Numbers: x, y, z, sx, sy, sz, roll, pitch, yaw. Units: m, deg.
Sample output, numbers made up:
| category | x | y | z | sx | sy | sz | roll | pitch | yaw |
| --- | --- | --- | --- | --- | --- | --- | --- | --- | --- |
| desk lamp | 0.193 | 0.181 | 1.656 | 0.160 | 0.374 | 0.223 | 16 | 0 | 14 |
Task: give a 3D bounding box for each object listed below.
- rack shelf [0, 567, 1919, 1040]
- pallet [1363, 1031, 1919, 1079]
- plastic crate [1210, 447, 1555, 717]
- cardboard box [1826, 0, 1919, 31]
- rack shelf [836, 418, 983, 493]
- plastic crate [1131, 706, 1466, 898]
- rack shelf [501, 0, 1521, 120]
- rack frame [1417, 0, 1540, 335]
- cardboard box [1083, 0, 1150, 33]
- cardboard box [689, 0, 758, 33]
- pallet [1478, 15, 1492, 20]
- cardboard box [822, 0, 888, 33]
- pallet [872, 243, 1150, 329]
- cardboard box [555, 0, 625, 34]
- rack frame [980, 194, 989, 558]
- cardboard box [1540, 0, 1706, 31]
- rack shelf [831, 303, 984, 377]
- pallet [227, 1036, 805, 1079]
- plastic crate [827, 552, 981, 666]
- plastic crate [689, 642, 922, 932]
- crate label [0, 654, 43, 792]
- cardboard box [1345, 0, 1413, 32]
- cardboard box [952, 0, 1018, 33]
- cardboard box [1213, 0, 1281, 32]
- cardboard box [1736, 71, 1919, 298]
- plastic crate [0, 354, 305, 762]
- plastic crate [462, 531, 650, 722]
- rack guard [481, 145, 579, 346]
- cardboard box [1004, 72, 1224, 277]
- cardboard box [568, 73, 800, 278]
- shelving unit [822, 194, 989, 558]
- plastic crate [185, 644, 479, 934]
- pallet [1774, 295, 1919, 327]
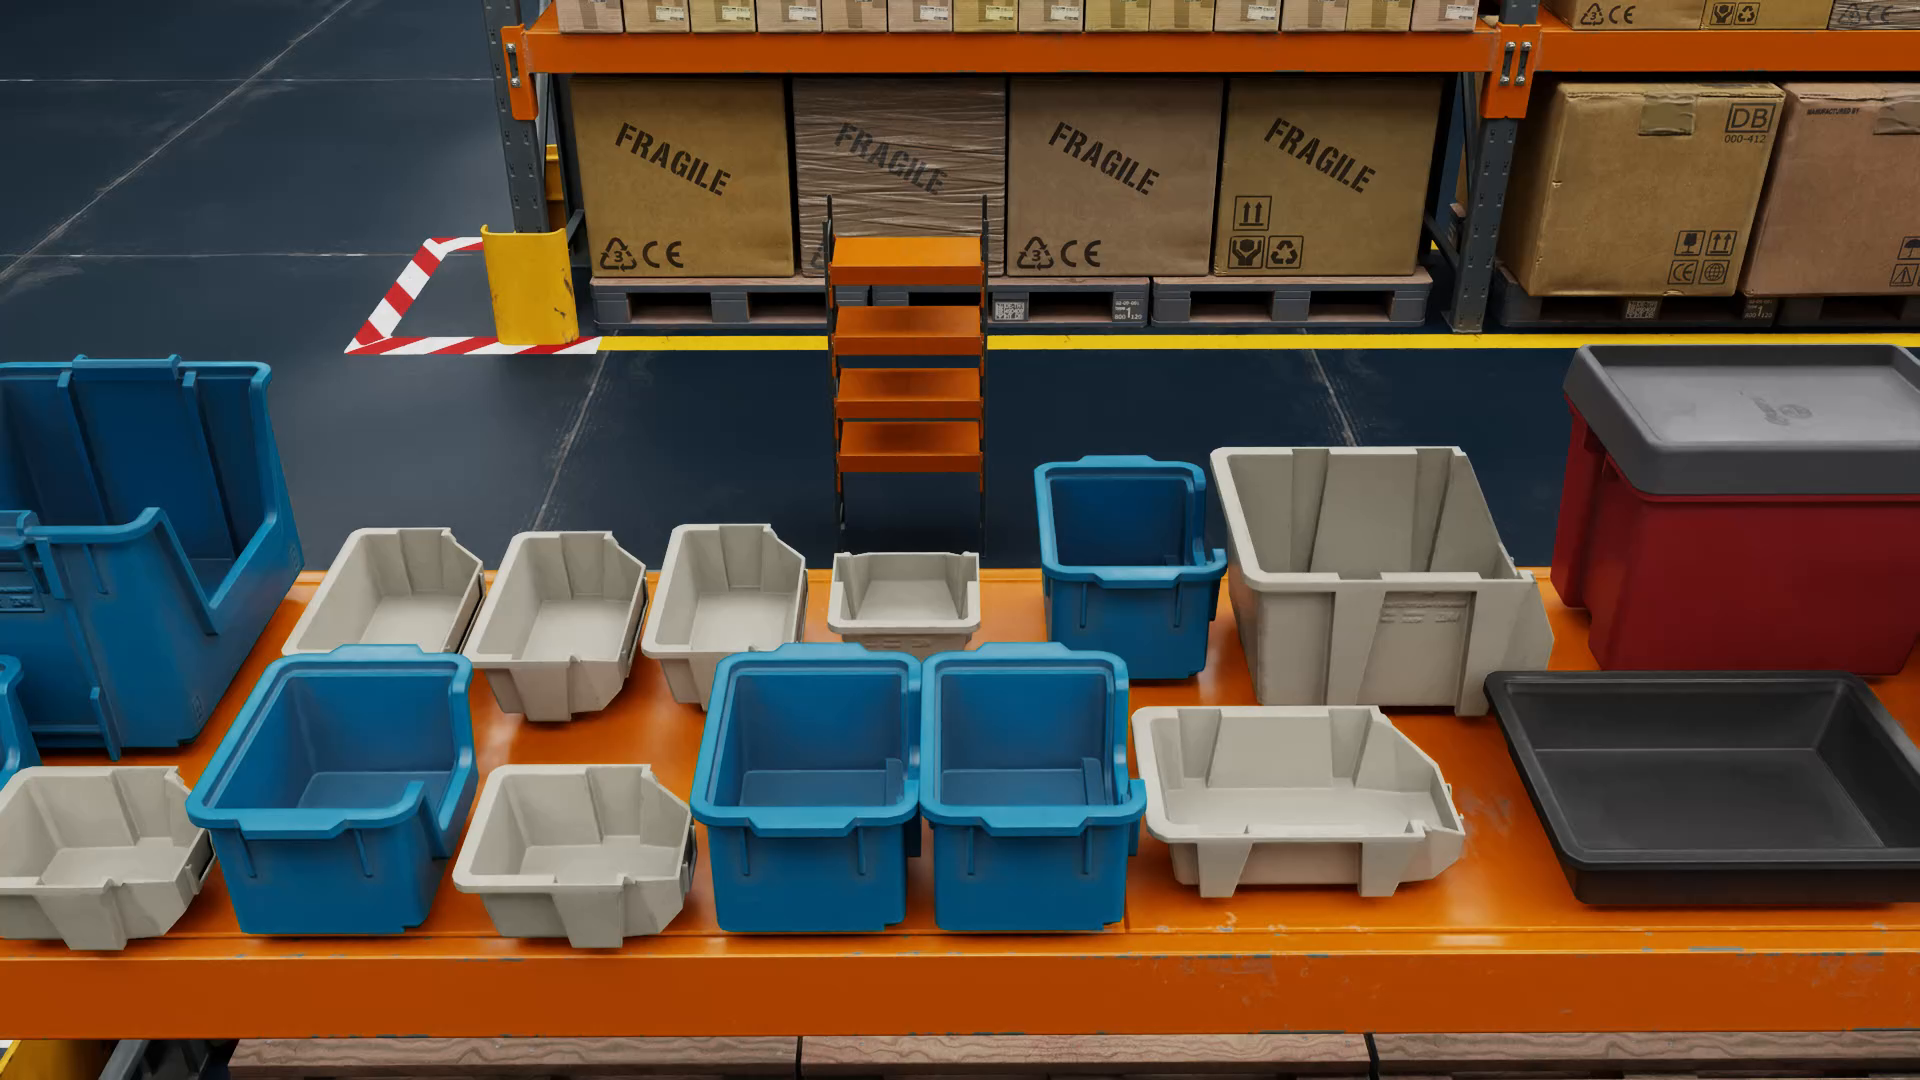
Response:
| category | x | y | z | sx | sy | sz | roll | pitch | yaw |
| --- | --- | --- | --- | --- | --- | --- | --- | --- | --- |
| rack shelf | 0.229 | 0.450 | 2.810 | 4.000 | 0.370 | 1.077 | 0 | 31 | 0 |
| pallet | 1.494 | 1.351 | 3.320 | 1.213 | 0.211 | 1.003 | 0 | 31 | 0 |
| plastic crate | 0.701 | 0.070 | 2.799 | 0.530 | 0.282 | 0.437 | 0 | 31 | 0 |
| cardboard box | 3.664 | -2.351 | 6.637 | 0.500 | 0.500 | 0.500 | -1 | 31 | -1 |
| rack shelf | -0.166 | -0.285 | 5.576 | 0.480 | 0.148 | 0.258 | 0 | 31 | 0 |
| plastic crate | 0.490 | 0.385 | 2.421 | 0.466 | 0.136 | 0.293 | 0 | 31 | 0 |
| rack shelf | 0.199 | -2.119 | 7.045 | 4.000 | 0.370 | 1.077 | 0 | 31 | 0 |
| rack frame | 2.199 | -2.433 | 6.868 | 0.127 | 3.000 | 1.000 | 0 | 31 | 0 |
| cardboard box | 0.611 | -2.150 | 6.645 | 0.250 | 0.149 | 0.380 | -1 | 31 | -1 |
| cardboard box | -0.931 | -2.146 | 6.637 | 0.250 | 0.149 | 0.380 | -1 | 31 | -1 |
| pallet | 3.049 | -3.817 | 11.838 | 1.213 | 0.211 | 1.003 | 0 | 31 | 0 |
| cardboard box | -0.416 | -2.147 | 6.639 | 0.250 | 0.149 | 0.380 | -1 | 31 | -1 |
| pallet | 0.215 | -1.274 | 7.646 | 1.213 | 0.211 | 1.003 | 0 | 31 | 0 |
| cardboard box | -1.444 | -2.143 | 6.633 | 0.250 | 0.149 | 0.380 | 0 | 31 | 0 |
| rack frame | 0.078 | -0.513 | 5.439 | 0.015 | 1.200 | 0.240 | 0 | 31 | 0 |
| cardboard box | 2.661 | -2.347 | 6.631 | 0.500 | 0.500 | 0.500 | 0 | 31 | 0 |
| rack shelf | -0.166 | -0.646 | 5.357 | 0.480 | 0.148 | 0.258 | 0 | 31 | 0 |
| pallet | -0.946 | 1.358 | 3.308 | 1.213 | 0.211 | 1.003 | 0 | 31 | 0 |
| plastic crate | -0.092 | 0.122 | 2.854 | 0.250 | 0.136 | 0.298 | 0 | 31 | 0 |
| plastic crate | -0.205 | 0.360 | 2.368 | 0.300 | 0.233 | 0.416 | 0 | 31 | 0 |
| crate label | -1.522 | 0.365 | 2.361 | 0.303 | 0.233 | 0.416 | 0 | 31 | 0 |
| cardboard box | 1.638 | -2.154 | 6.650 | 0.250 | 0.149 | 0.380 | 0 | 31 | 1 |
| cardboard box | 0.095 | -2.149 | 6.642 | 0.250 | 0.149 | 0.380 | -1 | 31 | -2 |
| cardboard box | 1.125 | -2.152 | 6.648 | 0.250 | 0.149 | 0.380 | 0 | 31 | 1 |
| cardboard box | 3.733 | -1.720 | 7.336 | 0.875 | 0.875 | 1.225 | -1 | 31 | -2 |
| plastic crate | -1.437 | 0.010 | 2.750 | 0.499 | 0.435 | 0.616 | 0 | 31 | 0 |
| plastic crate | -0.666 | 0.146 | 2.814 | 0.243 | 0.136 | 0.396 | 0 | 31 | 0 |
| rack guard | -1.825 | -1.352 | 7.496 | 0.348 | 0.500 | 1.175 | 0 | 31 | 0 |
| cardboard box | 0.639 | -1.741 | 7.371 | 0.875 | 0.875 | 0.875 | 0 | 31 | 0 |
| cardboard box | -1.161 | -1.735 | 7.362 | 0.875 | 0.875 | 0.875 | 0 | 31 | 0 |
| shelving unit | -0.166 | -0.512 | 5.438 | 0.503 | 1.200 | 0.258 | 0 | 31 | 0 |
| plastic crate | -0.864 | 0.363 | 2.364 | 0.300 | 0.233 | 0.416 | 0 | 31 | 0 |
| pallet | 4.194 | -1.288 | 7.669 | 1.213 | 0.211 | 1.003 | 0 | 31 | 0 |
